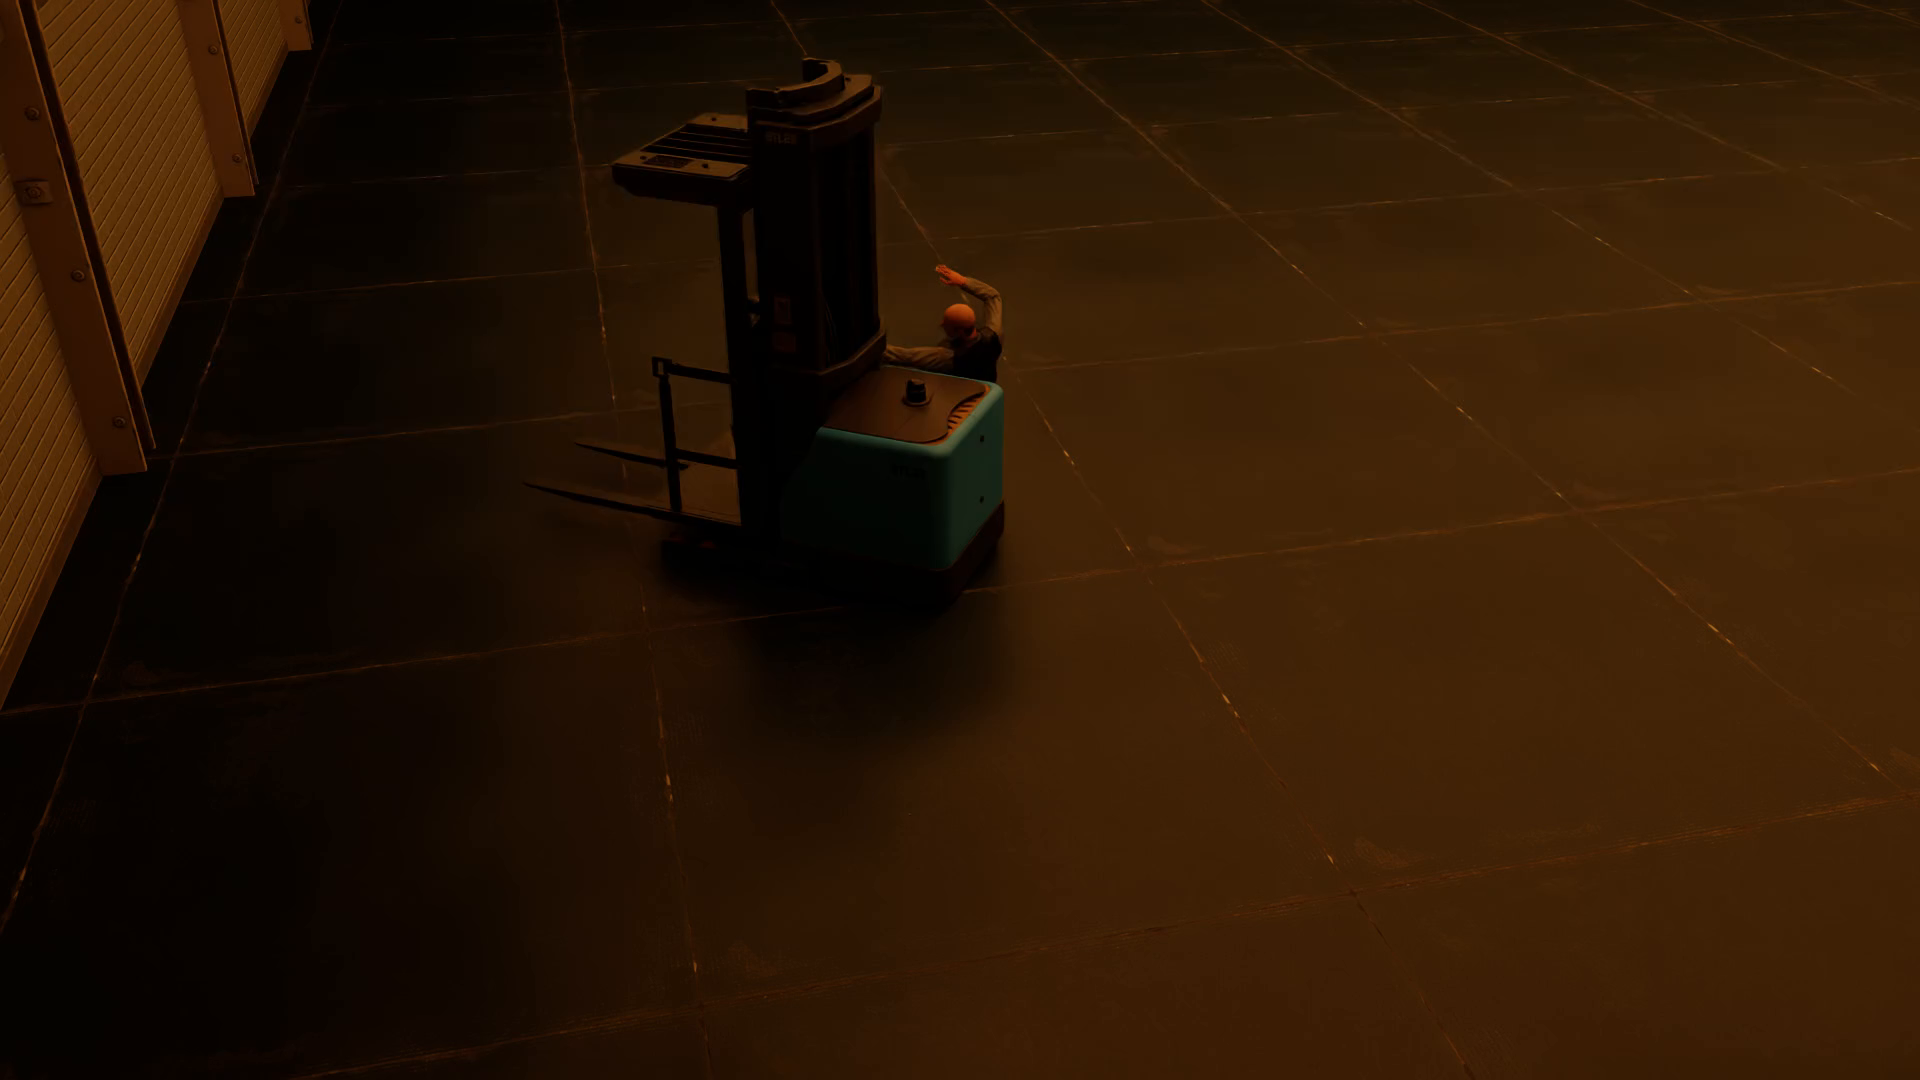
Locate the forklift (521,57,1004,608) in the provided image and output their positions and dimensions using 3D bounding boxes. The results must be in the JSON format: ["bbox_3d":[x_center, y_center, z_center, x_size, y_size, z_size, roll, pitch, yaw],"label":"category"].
[{"bbox_3d":[-1.297,-1.329,9.870,3.031,2.935,1.130,11,32,18],"label":"forklift"}]

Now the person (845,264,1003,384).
[{"bbox_3d":[-0.277,-0.995,10.704,1.079,1.584,0.851,-7,31,-12],"label":"person"}]
